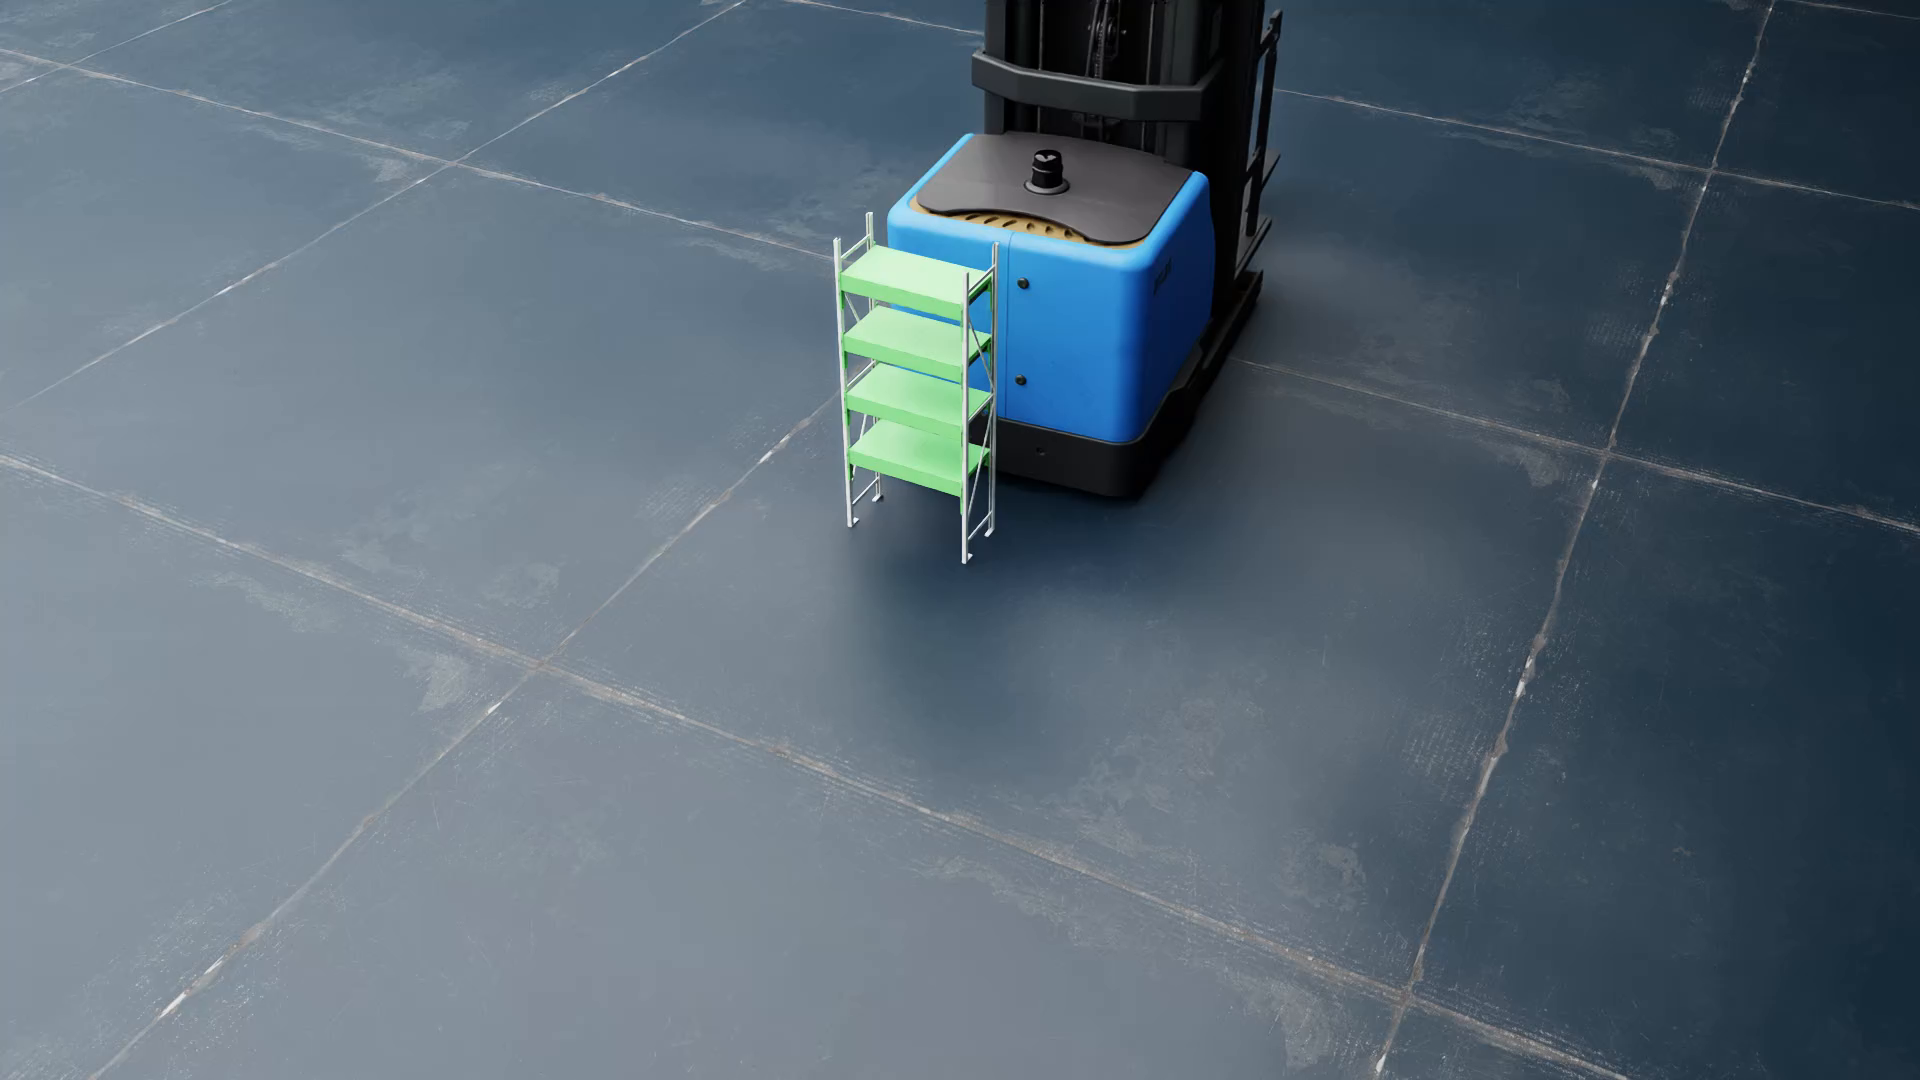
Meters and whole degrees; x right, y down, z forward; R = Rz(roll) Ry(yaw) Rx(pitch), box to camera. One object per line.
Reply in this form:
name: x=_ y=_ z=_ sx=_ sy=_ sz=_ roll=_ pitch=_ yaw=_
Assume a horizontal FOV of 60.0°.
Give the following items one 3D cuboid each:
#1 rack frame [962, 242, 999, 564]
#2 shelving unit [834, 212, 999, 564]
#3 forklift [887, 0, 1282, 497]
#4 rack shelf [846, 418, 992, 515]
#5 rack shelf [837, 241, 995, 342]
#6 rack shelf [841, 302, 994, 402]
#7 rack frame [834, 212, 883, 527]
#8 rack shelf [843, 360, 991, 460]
rack frame: x=0.070 y=-0.456 z=5.858 sx=0.015 sy=1.200 sz=0.240 roll=17 pitch=41 yaw=21
shelving unit: x=-0.147 y=-0.524 z=5.948 sx=0.503 sy=1.200 sz=0.258 roll=17 pitch=41 yaw=21
forklift: x=0.748 y=-2.222 z=6.753 sx=1.130 sy=2.935 sz=3.031 roll=14 pitch=39 yaw=18
rack shelf: x=-0.147 y=-0.282 z=6.132 sx=0.480 sy=0.148 sz=0.258 roll=17 pitch=41 yaw=21
rack shelf: x=-0.147 y=-0.855 z=5.696 sx=0.480 sy=0.148 sz=0.258 roll=17 pitch=41 yaw=21
rack shelf: x=-0.147 y=-0.664 z=5.841 sx=0.480 sy=0.148 sz=0.258 roll=17 pitch=41 yaw=21
rack frame: x=-0.364 y=-0.592 z=6.037 sx=0.015 sy=1.200 sz=0.240 roll=17 pitch=41 yaw=21
rack shelf: x=-0.147 y=-0.473 z=5.987 sx=0.480 sy=0.148 sz=0.258 roll=17 pitch=41 yaw=21
